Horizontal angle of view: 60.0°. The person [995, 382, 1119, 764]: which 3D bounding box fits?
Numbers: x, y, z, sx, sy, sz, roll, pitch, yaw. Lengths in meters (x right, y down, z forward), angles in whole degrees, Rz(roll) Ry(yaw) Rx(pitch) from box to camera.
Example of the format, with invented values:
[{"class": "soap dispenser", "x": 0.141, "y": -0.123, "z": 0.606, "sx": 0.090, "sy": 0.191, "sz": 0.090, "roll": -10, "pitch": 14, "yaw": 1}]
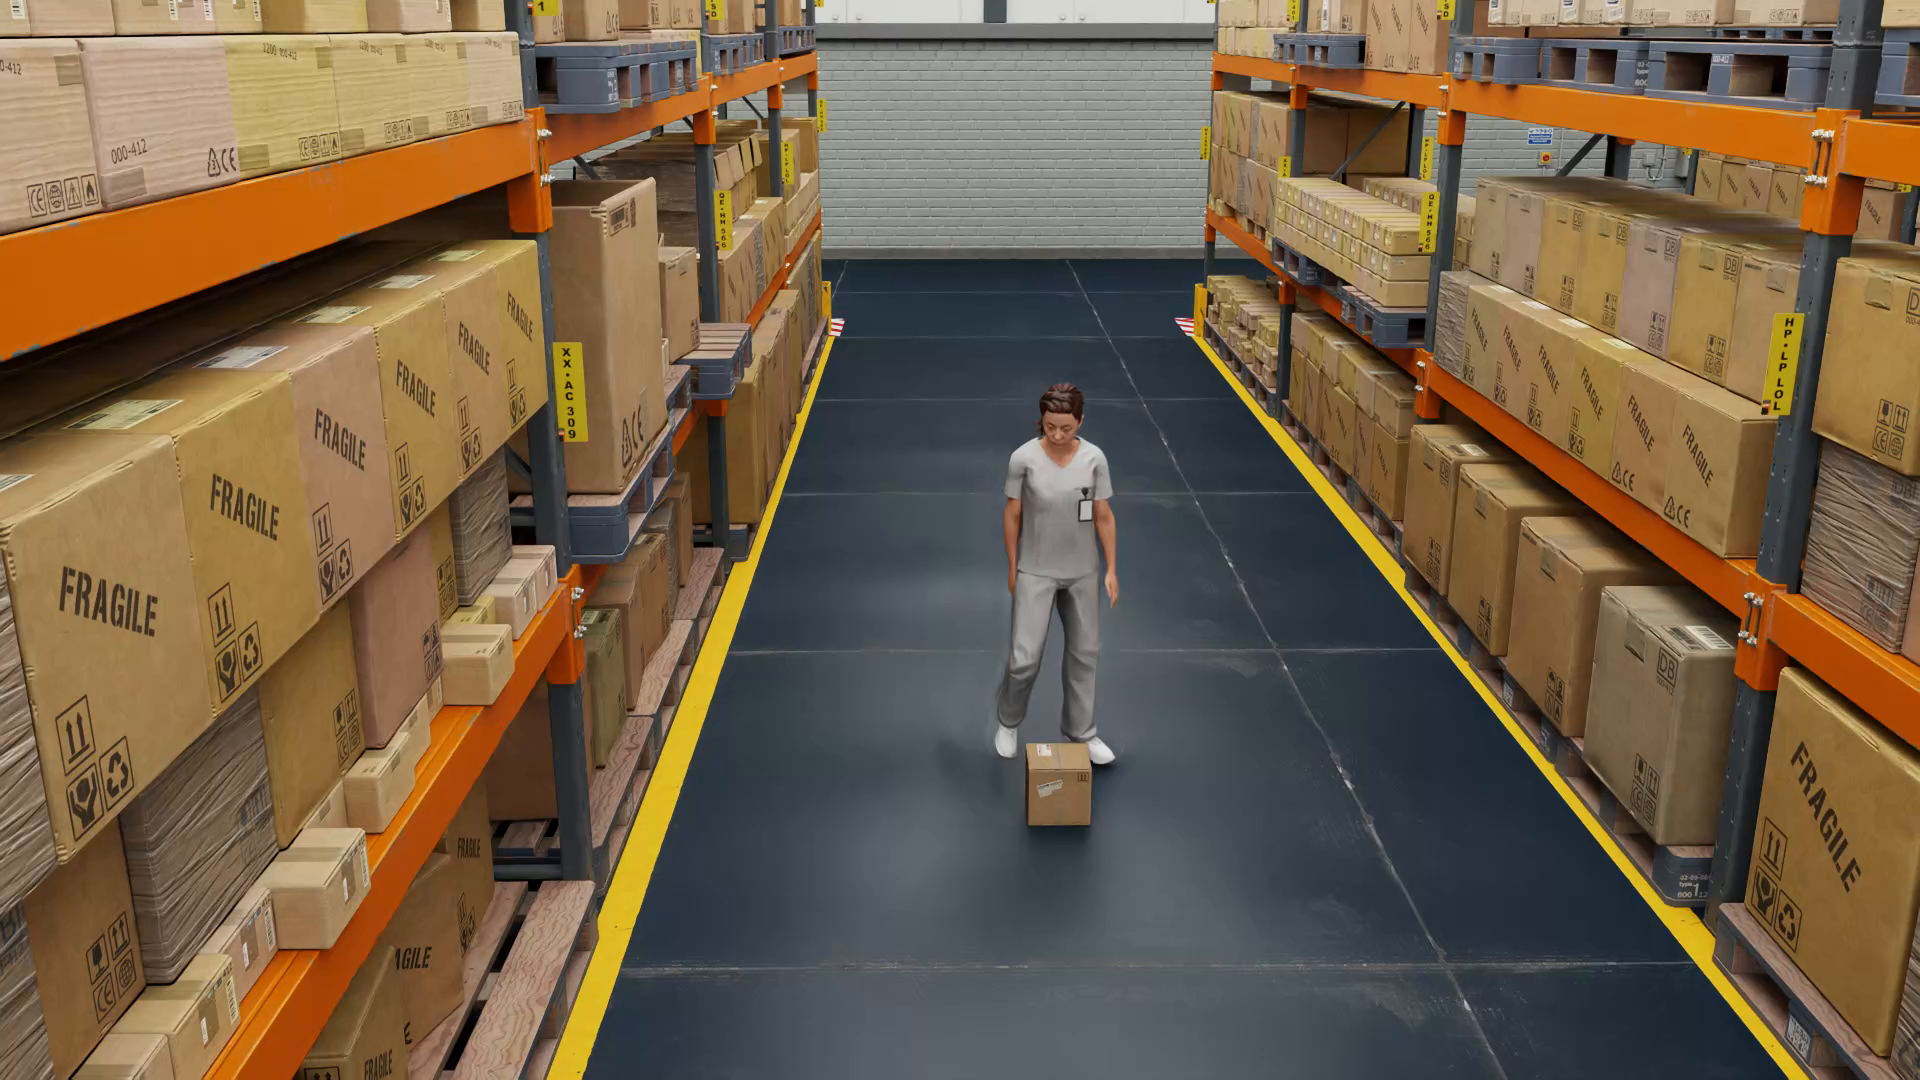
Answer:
[{"class": "person", "x": 0.401, "y": 0.142, "z": 7.015, "sx": 0.495, "sy": 1.668, "sz": 0.428, "roll": -4, "pitch": 18, "yaw": -14}]
